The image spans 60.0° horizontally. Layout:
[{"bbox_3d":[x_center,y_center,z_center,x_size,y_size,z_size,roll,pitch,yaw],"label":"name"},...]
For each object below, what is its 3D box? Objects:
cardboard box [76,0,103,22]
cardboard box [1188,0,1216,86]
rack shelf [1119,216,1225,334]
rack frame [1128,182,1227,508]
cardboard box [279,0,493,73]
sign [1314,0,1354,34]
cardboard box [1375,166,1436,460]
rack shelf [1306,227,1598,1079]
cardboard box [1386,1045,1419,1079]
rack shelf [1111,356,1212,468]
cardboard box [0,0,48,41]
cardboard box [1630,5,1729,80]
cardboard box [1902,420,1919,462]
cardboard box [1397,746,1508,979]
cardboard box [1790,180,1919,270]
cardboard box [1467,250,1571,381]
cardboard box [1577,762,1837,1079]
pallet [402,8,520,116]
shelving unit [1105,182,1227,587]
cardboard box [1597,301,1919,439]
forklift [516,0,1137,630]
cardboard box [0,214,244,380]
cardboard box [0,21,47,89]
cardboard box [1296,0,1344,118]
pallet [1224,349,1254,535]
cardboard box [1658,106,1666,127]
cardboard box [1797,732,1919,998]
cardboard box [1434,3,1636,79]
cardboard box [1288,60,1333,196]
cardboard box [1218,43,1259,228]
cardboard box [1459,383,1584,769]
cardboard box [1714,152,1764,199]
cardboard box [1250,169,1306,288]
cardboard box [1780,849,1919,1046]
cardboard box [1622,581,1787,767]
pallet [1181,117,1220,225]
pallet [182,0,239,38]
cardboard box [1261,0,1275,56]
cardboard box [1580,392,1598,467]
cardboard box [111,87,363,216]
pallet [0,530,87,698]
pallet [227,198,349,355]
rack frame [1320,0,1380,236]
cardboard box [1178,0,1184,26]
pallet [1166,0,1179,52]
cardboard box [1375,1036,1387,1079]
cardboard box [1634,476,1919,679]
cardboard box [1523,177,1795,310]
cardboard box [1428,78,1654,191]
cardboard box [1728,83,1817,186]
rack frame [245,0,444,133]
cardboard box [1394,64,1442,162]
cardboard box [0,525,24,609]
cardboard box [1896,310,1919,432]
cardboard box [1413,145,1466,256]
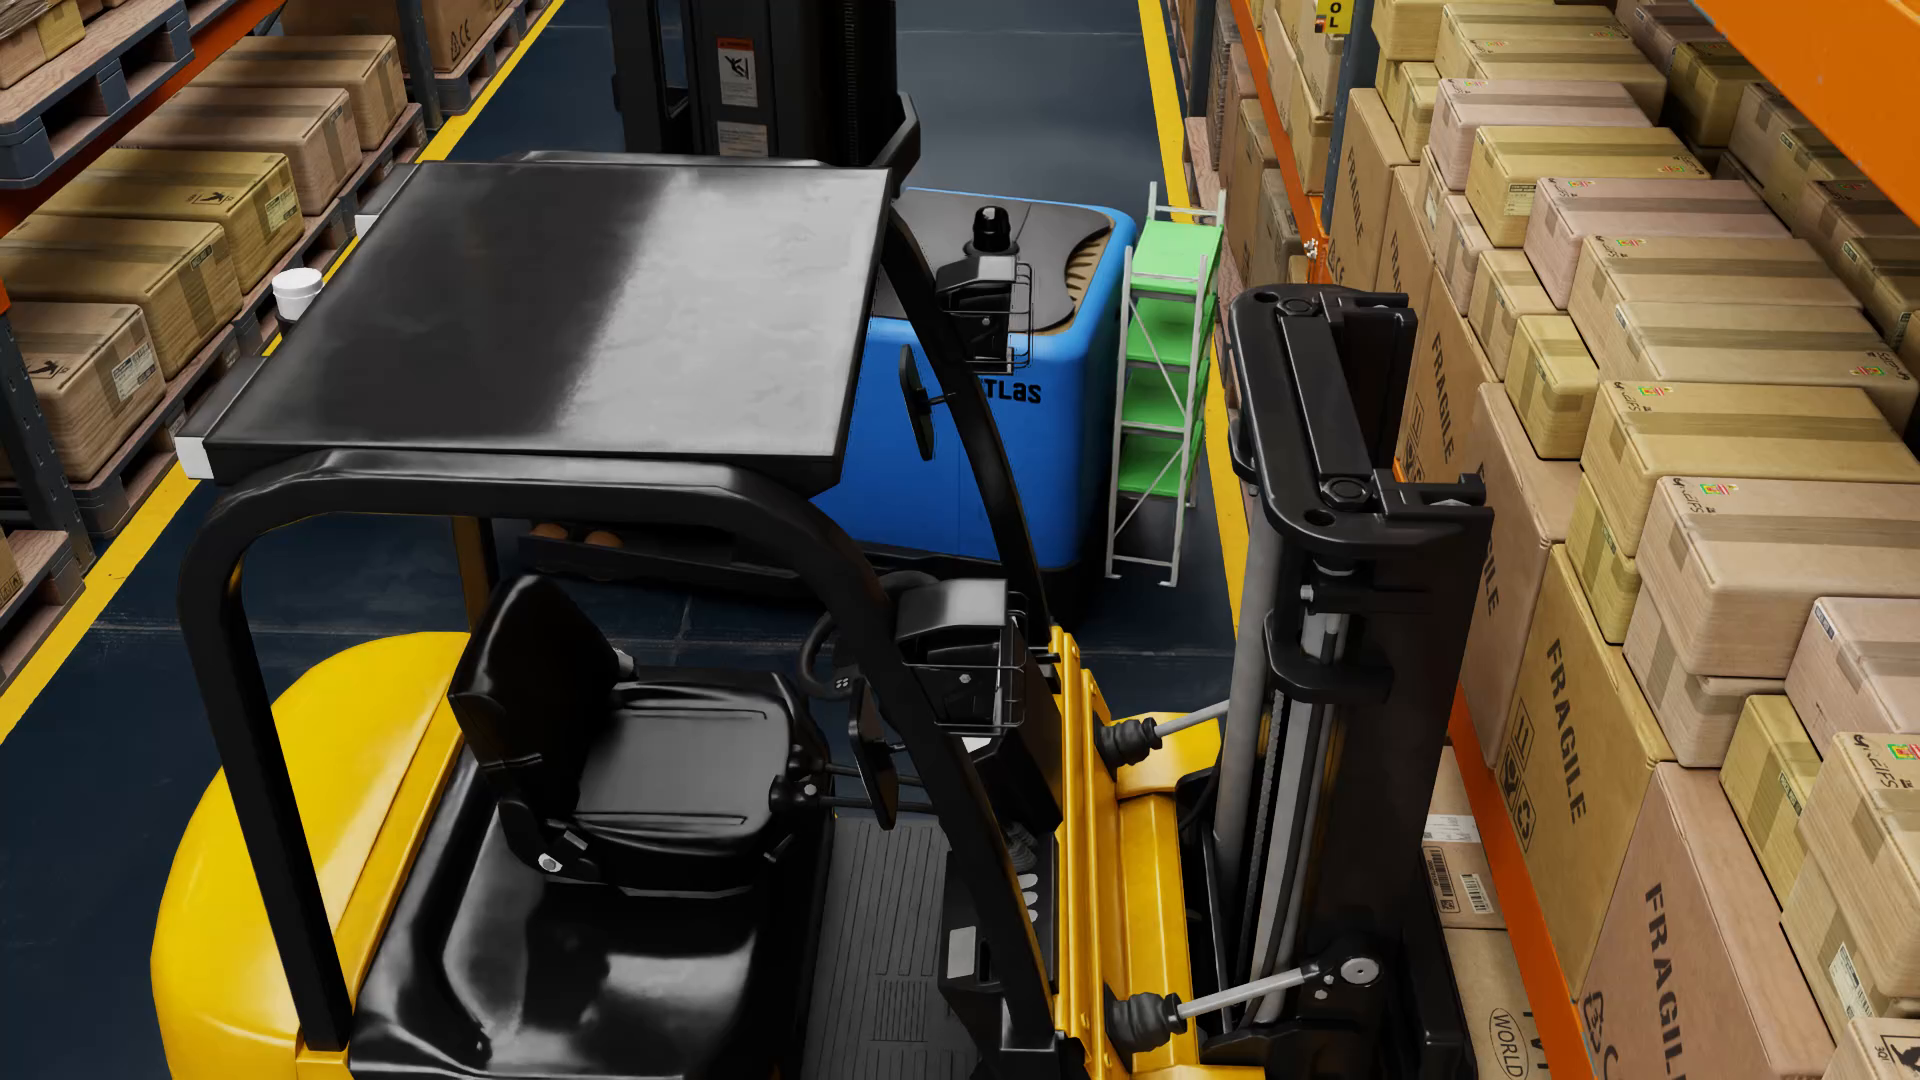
[{"bbox_3d":[-3.141,-1.822,5.588,0.380,0.149,0.250,3,35,5],"label":"cardboard box"},{"bbox_3d":[1.490,-2.718,8.817,0.500,0.500,0.500,2,35,3],"label":"cardboard box"},{"bbox_3d":[0.662,-0.830,5.164,0.258,0.148,0.480,8,36,11],"label":"rack shelf"},{"bbox_3d":[0.721,-0.626,5.597,0.240,1.200,0.015,8,36,11],"label":"rack frame"},{"bbox_3d":[-3.161,-3.131,9.079,0.875,0.875,0.875,1,35,1],"label":"cardboard box"},{"bbox_3d":[0.985,-1.471,4.296,0.100,0.325,0.005,1,35,2],"label":"sign"},{"bbox_3d":[1.244,-0.515,3.787,0.500,0.500,0.500,2,35,3],"label":"cardboard box"},{"bbox_3d":[1.447,0.421,3.168,1.077,0.370,4.000,1,35,2],"label":"rack shelf"},{"bbox_3d":[1.105,1.152,3.093,0.500,0.250,0.500,1,35,1],"label":"cardboard box"},{"bbox_3d":[0.662,-0.438,5.440,0.258,0.148,0.480,8,36,11],"label":"rack shelf"},{"bbox_3d":[-3.127,-1.732,4.895,0.500,0.500,0.500,2,35,3],"label":"cardboard box"},{"bbox_3d":[1.765,-1.117,3.821,0.380,0.149,0.250,0,35,1],"label":"cardboard box"},{"bbox_3d":[1.724,-0.100,2.632,0.380,0.149,0.250,1,35,2],"label":"cardboard box"},{"bbox_3d":[1.126,0.673,3.340,0.500,0.250,0.500,1,35,1],"label":"cardboard box"},{"bbox_3d":[1.733,-0.525,2.979,0.380,0.149,0.250,1,35,1],"label":"cardboard box"},{"bbox_3d":[1.172,-0.417,3.084,0.380,0.149,0.250,0,35,0],"label":"cardboard box"},{"bbox_3d":[1.154,0.648,2.133,0.500,0.500,0.500,2,35,3],"label":"cardboard box"},{"bbox_3d":[-3.165,-2.744,9.470,1.003,0.211,1.213,1,35,2],"label":"pallet"},{"bbox_3d":[0.662,-0.490,5.403,0.258,1.200,0.503,8,36,11],"label":"shelving unit"},{"bbox_3d":[1.226,-0.245,2.580,0.380,0.149,0.250,2,35,3],"label":"cardboard box"},{"bbox_3d":[-0.985,-1.345,5.114,3.031,2.935,1.130,8,36,12],"label":"forklift"},{"bbox_3d":[-3.388,-0.946,6.408,0.950,0.372,0.625,3,35,5],"label":"cardboard box"},{"bbox_3d":[-3.095,-1.515,5.150,0.380,0.149,0.250,2,35,3],"label":"cardboard box"},{"bbox_3d":[1.292,-1.454,4.906,0.500,0.250,0.500,1,35,1],"label":"cardboard box"},{"bbox_3d":[1.518,-0.306,6.002,1.003,0.211,1.213,1,35,2],"label":"pallet"},{"bbox_3d":[1.796,-0.994,3.904,0.380,0.149,0.250,0,35,1],"label":"cardboard box"},{"bbox_3d":[1.133,0.343,1.743,0.380,0.149,0.250,2,35,3],"label":"cardboard box"},{"bbox_3d":[1.316,-1.122,3.827,0.380,0.149,0.250,2,35,3],"label":"cardboard box"},{"bbox_3d":[1.286,-1.257,5.060,0.500,0.250,0.500,2,35,3],"label":"cardboard box"},{"bbox_3d":[1.631,-1.788,7.385,0.875,0.625,0.625,2,35,3],"label":"cardboard box"},{"bbox_3d":[1.184,0.064,2.963,0.500,0.500,0.500,2,35,2],"label":"cardboard box"},{"bbox_3d":[1.805,-0.692,3.475,0.380,0.149,0.250,2,35,2],"label":"cardboard box"},{"bbox_3d":[1.576,-0.969,6.220,0.875,0.625,0.625,1,35,1],"label":"cardboard box"},{"bbox_3d":[1.153,0.468,1.824,0.380,0.149,0.250,2,35,3],"label":"cardboard box"},{"bbox_3d":[1.138,0.172,2.246,0.380,0.149,0.250,0,35,0],"label":"cardboard box"},{"bbox_3d":[1.616,-1.708,7.997,1.003,0.211,1.213,1,35,2],"label":"pallet"},{"bbox_3d":[-3.310,-2.217,6.462,1.003,0.211,1.213,1,35,2],"label":"pallet"},{"bbox_3d":[1.351,-1.831,5.876,0.500,0.250,0.500,2,35,2],"label":"cardboard box"},{"bbox_3d":[1.228,-0.116,2.655,0.380,0.149,0.250,1,35,2],"label":"cardboard box"},{"bbox_3d":[-3.326,-1.782,7.596,0.950,0.372,0.625,1,35,1],"label":"cardboard box"},{"bbox_3d":[-3.424,0.392,5.008,1.003,0.211,1.213,1,35,2],"label":"pallet"},{"bbox_3d":[-3.356,-1.144,7.195,1.003,0.211,1.213,1,35,2],"label":"pallet"},{"bbox_3d":[1.527,-1.023,4.597,1.000,3.000,0.127,1,35,2],"label":"rack frame"},{"bbox_3d":[1.539,-3.306,9.654,0.500,0.500,0.500,3,35,4],"label":"cardboard box"},{"bbox_3d":[1.808,-3.307,10.272,1.003,0.211,1.213,1,35,2],"label":"pallet"},{"bbox_3d":[1.127,1.080,3.631,0.500,0.250,0.500,2,35,3],"label":"cardboard box"},{"bbox_3d":[1.117,0.050,2.161,0.380,0.149,0.250,2,35,3],"label":"cardboard box"},{"bbox_3d":[1.246,-0.533,2.989,0.380,0.149,0.250,1,35,2],"label":"cardboard box"},{"bbox_3d":[1.184,-0.830,3.412,0.380,0.149,0.250,2,35,3],"label":"cardboard box"},{"bbox_3d":[1.820,-0.820,3.398,0.380,0.149,0.250,1,35,1],"label":"cardboard box"},{"bbox_3d":[-3.272,-3.433,8.027,1.000,3.000,0.127,1,35,2],"label":"rack frame"},{"bbox_3d":[1.243,-1.003,3.918,0.380,0.149,0.250,2,35,3],"label":"cardboard box"},{"bbox_3d":[-3.188,0.164,4.934,0.500,0.250,0.500,3,35,4],"label":"cardboard box"},{"bbox_3d":[1.684,-0.229,2.557,0.380,0.149,0.250,1,35,2],"label":"cardboard box"},{"bbox_3d":[1.176,-0.713,3.504,0.380,0.149,0.250,2,35,3],"label":"cardboard box"}]
